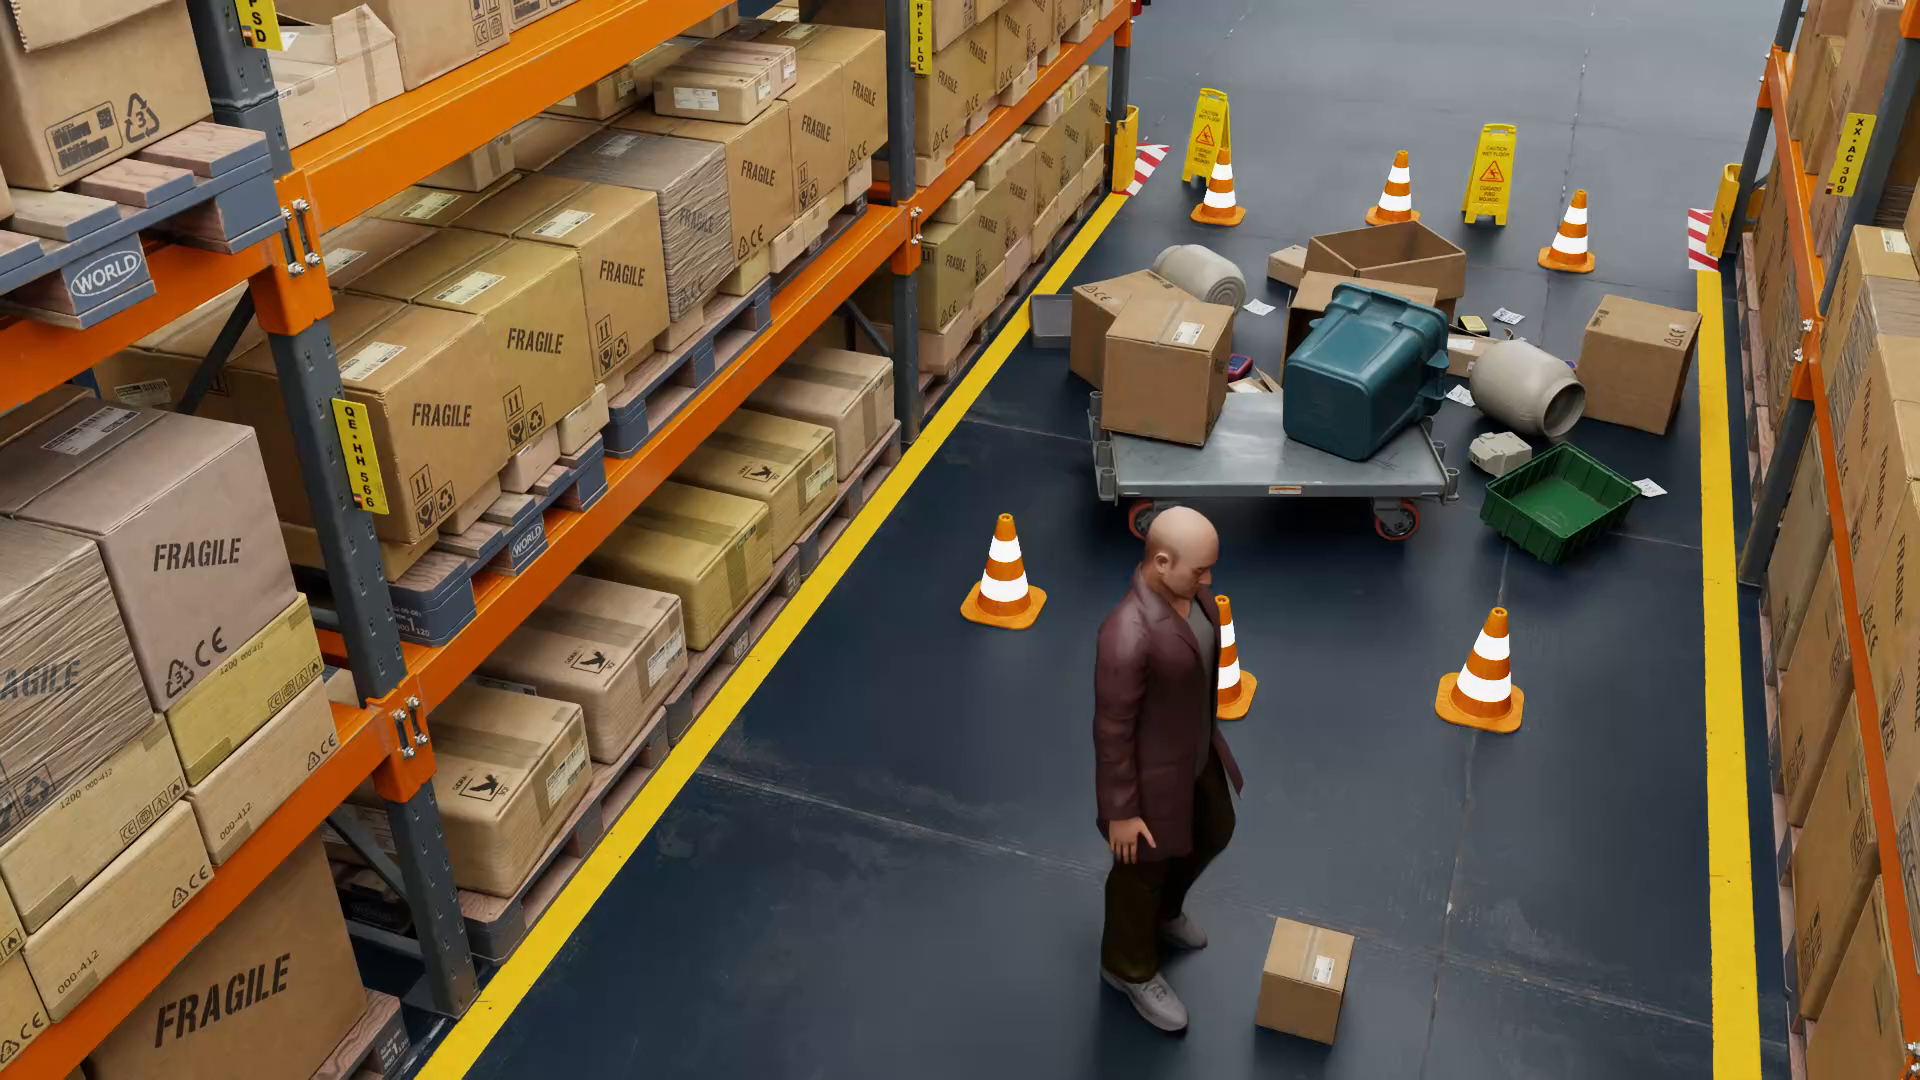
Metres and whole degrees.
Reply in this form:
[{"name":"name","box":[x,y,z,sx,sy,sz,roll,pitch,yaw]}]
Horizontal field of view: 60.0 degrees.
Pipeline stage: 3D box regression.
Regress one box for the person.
[{"name":"person","box":[0.623,0.698,5.066,0.437,1.809,0.676,18,37,25]}]
